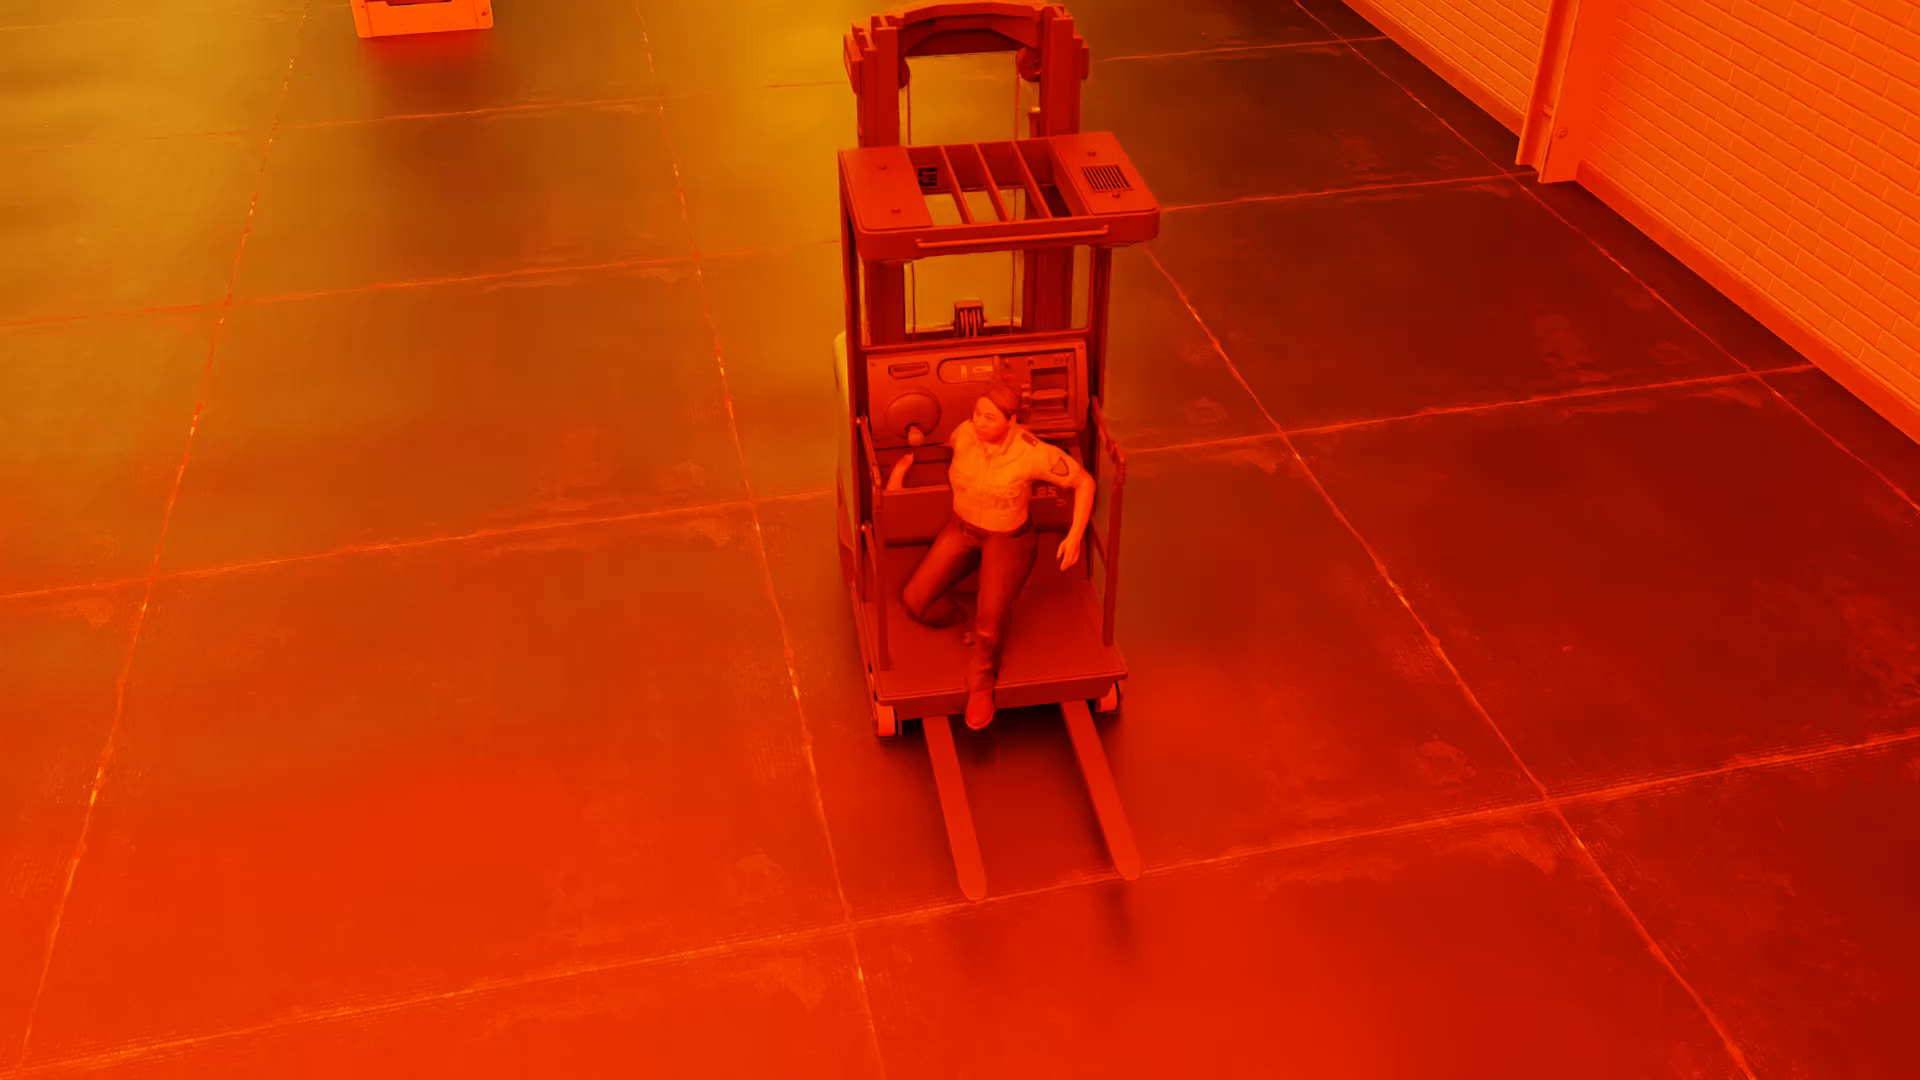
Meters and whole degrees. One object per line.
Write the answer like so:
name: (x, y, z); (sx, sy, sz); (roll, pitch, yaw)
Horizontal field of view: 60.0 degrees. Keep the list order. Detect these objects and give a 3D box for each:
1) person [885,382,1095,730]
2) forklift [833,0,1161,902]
person: (0.030, 0.049, 7.086); (0.912, 1.450, 0.842); (22, 41, 28)
forklift: (0.114, -0.549, 6.813); (1.130, 2.935, 3.031); (-6, 36, -8)
